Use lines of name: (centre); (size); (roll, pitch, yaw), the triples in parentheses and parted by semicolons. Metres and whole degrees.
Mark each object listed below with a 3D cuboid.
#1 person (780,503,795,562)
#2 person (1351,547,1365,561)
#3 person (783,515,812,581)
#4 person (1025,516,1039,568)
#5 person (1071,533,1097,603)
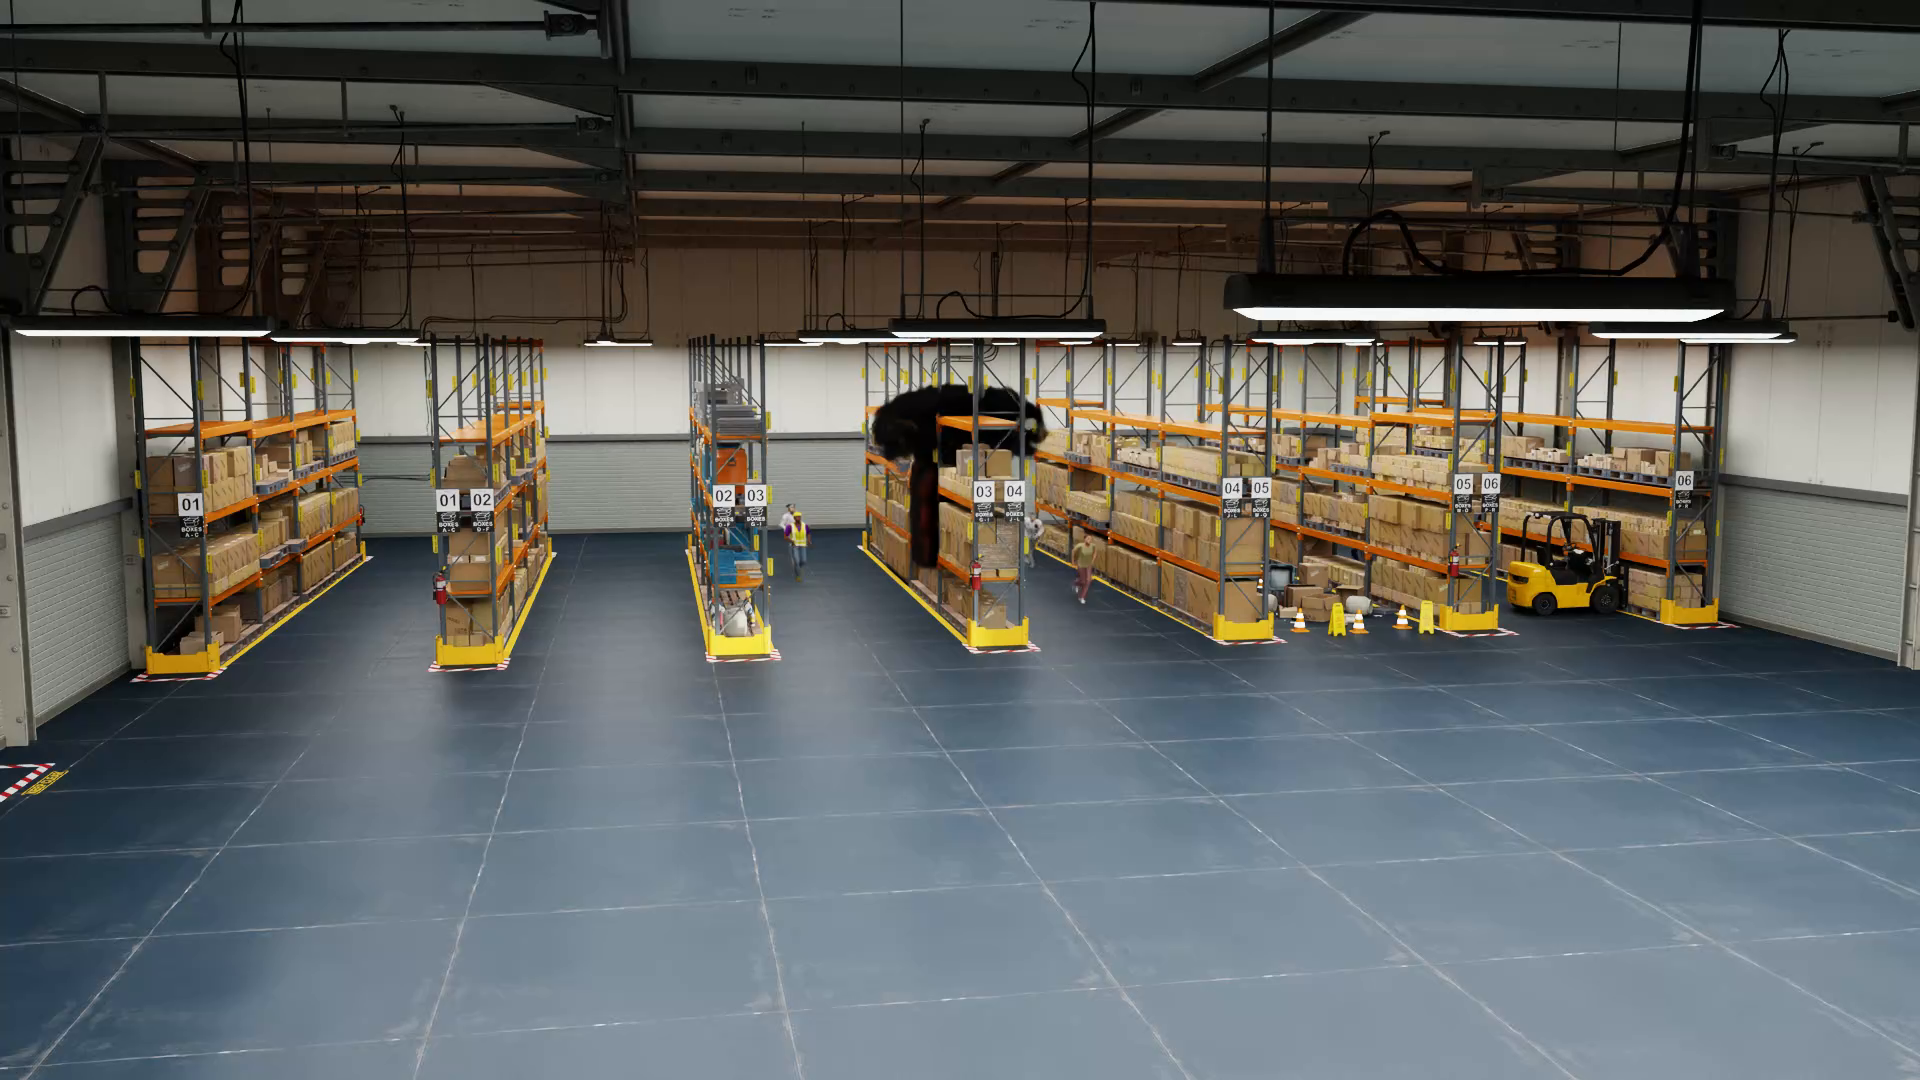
person: (-4.469, -0.194, 44.218); (0.600, 1.600, 0.517); (-3, 7, -22)
person: (10.380, 0.051, 43.052); (0.580, 1.351, 0.755); (-1, 7, -11)
person: (-4.020, 0.171, 41.249); (0.703, 1.685, 0.588); (-2, 7, -20)
person: (1.859, -0.034, 44.058); (0.470, 1.509, 1.007); (0, 7, -1)
person: (2.812, 0.621, 37.836); (0.575, 1.604, 0.734); (-3, 7, -21)
